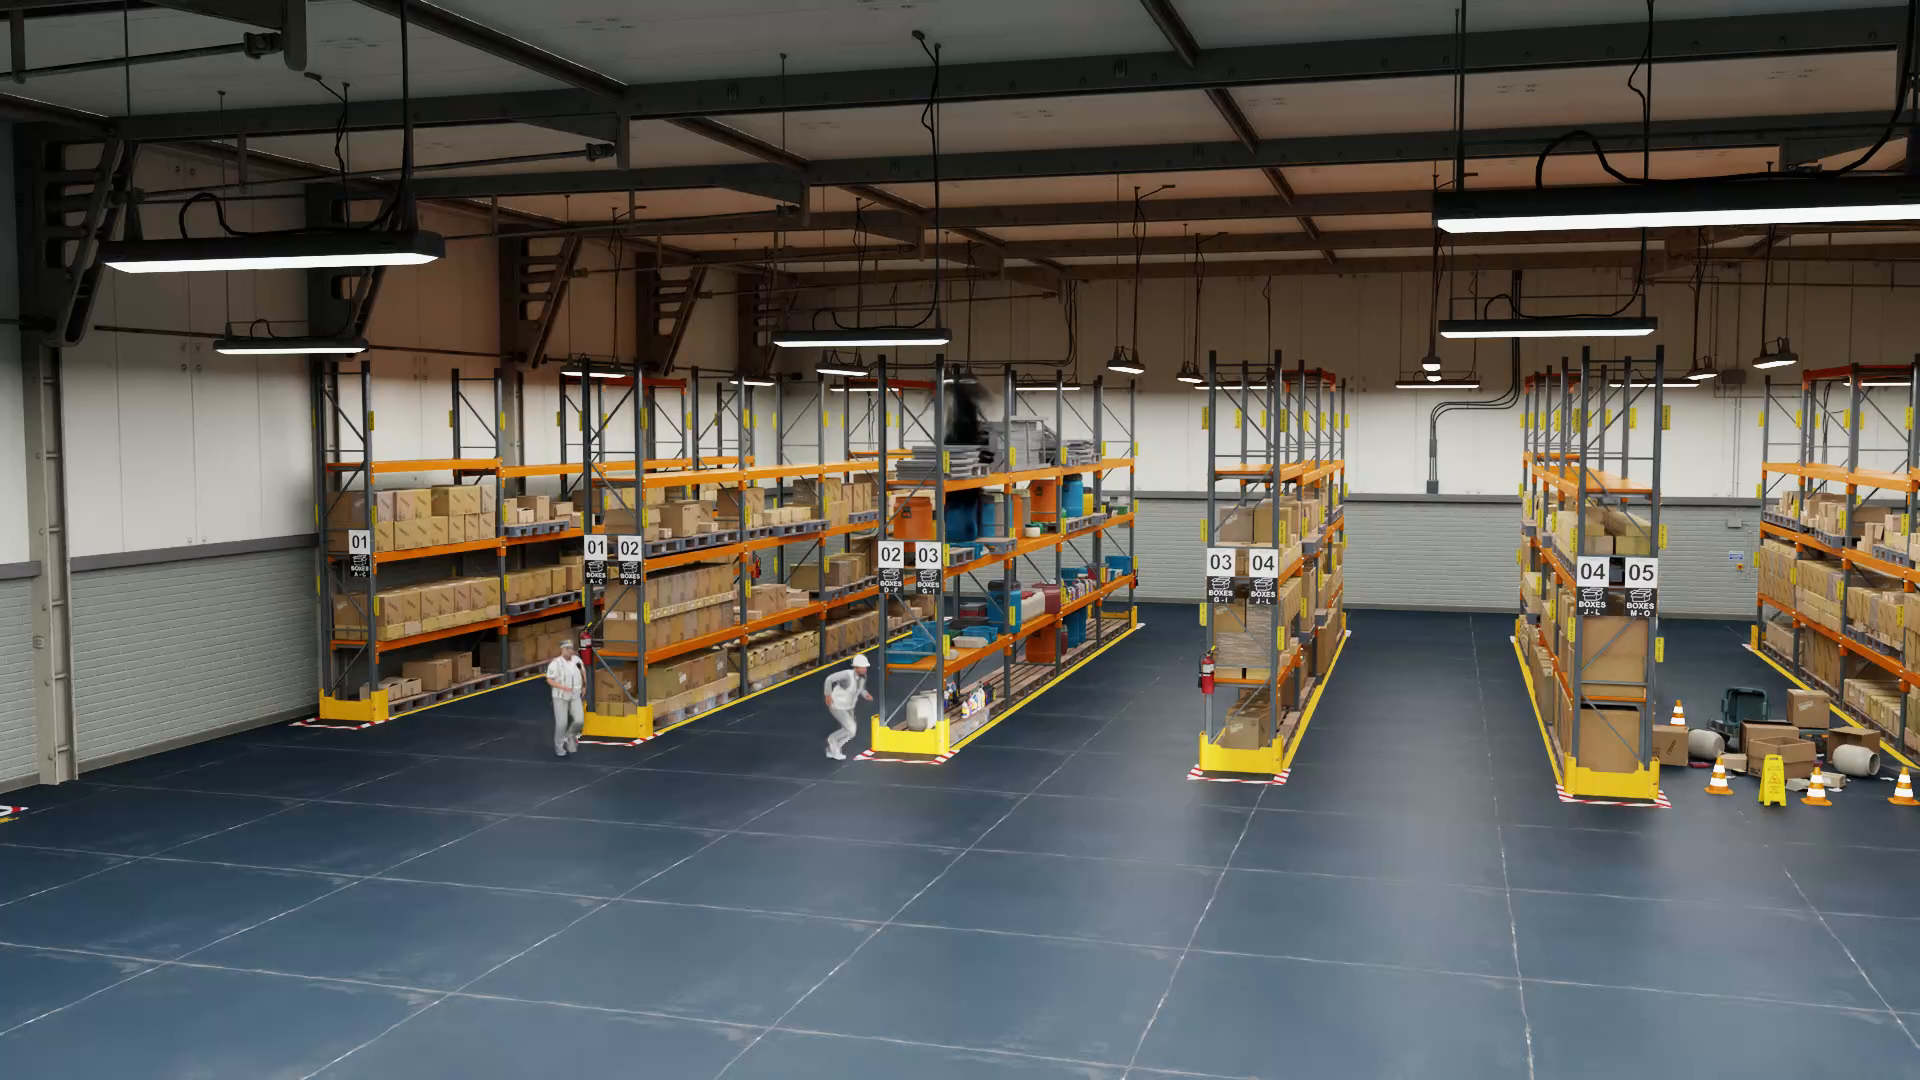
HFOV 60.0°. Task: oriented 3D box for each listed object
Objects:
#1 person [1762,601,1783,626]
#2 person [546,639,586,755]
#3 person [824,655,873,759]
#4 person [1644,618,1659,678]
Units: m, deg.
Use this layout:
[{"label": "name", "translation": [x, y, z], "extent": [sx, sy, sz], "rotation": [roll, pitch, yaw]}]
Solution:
[{"label": "person", "translation": [18.378, 1.496, 37.658], "extent": [0.653, 1.619, 0.586], "rotation": [0, 4, 6]}, {"label": "person", "translation": [-5.849, 2.359, 24.922], "extent": [0.694, 1.768, 0.660], "rotation": [-3, 5, -36]}, {"label": "person", "translation": [-1.669, 2.463, 24.397], "extent": [0.852, 1.598, 0.684], "rotation": [3, 5, 36]}, {"label": "person", "translation": [13.228, 1.879, 32.292], "extent": [0.577, 1.656, 0.534], "rotation": [1, 4, 8]}]
